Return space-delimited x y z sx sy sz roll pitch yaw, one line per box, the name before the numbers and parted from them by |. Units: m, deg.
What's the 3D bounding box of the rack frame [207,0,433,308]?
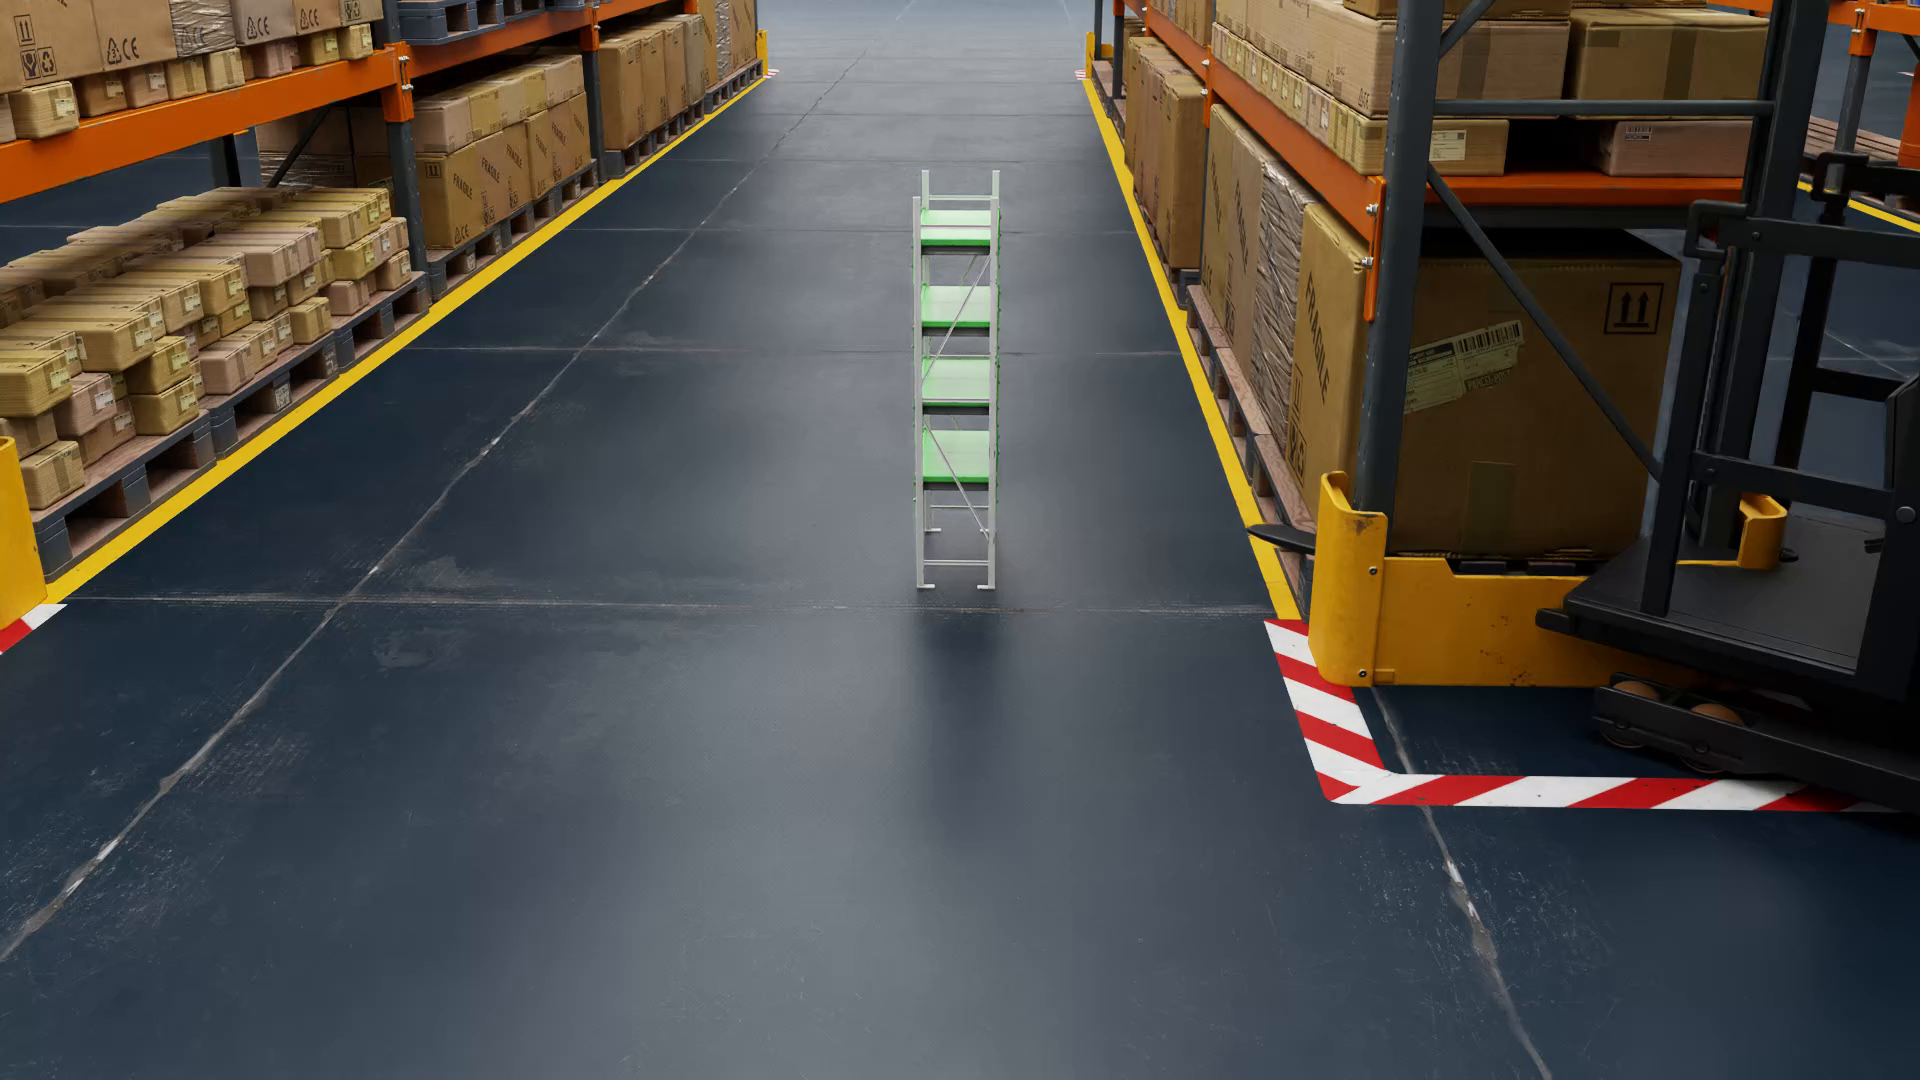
rack frame | -3.253 -2.603 8.092 1.000 3.000 0.127 1 21 2

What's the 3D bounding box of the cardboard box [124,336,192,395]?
cardboard box | -3.002 -0.628 5.951 0.380 0.149 0.250 1 21 3

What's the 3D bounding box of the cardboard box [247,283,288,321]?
cardboard box | -3.053 -1.018 6.954 0.380 0.149 0.250 0 21 -1

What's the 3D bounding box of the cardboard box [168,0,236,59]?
cardboard box | -3.057 -2.057 6.134 0.500 0.500 0.500 0 21 0

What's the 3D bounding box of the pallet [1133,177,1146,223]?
pallet | 1.724 -2.374 11.356 1.003 0.211 1.213 1 21 2

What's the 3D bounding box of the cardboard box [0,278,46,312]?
cardboard box | -3.642 -0.871 6.166 0.380 0.149 0.250 1 21 4

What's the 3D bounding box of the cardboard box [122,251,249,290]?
cardboard box | -3.087 -1.055 6.639 0.380 0.149 0.250 1 21 2

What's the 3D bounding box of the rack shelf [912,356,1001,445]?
rack shelf | -0.005 -0.440 5.181 0.258 0.148 0.480 1 21 2

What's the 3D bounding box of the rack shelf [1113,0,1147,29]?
rack shelf | 1.884 -4.346 13.578 1.077 0.370 4.000 1 21 2

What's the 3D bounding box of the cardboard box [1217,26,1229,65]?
cardboard box | 1.352 -2.197 7.391 0.380 0.149 0.250 0 21 0

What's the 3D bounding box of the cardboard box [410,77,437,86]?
cardboard box | -3.452 -2.632 10.005 0.500 0.250 0.500 0 21 -1

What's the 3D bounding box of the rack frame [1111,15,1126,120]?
rack frame | 1.945 -5.405 15.312 1.000 3.000 0.127 1 21 2

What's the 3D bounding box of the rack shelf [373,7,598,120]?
rack shelf | -3.192 -2.991 10.086 1.077 0.370 4.000 1 21 2

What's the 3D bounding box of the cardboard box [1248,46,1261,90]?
cardboard box | 1.321 -1.823 6.428 0.380 0.149 0.250 1 21 2

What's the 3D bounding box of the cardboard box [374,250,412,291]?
cardboard box | -2.924 -1.325 8.156 0.380 0.149 0.250 1 21 2

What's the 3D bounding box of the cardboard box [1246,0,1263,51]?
cardboard box | 1.395 -2.047 6.454 0.500 0.250 0.500 1 21 3

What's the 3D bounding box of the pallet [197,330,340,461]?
pallet | -3.272 -0.618 6.830 1.003 0.211 1.213 1 21 2

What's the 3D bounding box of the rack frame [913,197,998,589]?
rack frame | -0.012 -0.411 4.930 0.240 1.200 0.015 1 21 2

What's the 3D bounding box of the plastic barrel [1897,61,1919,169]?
plastic barrel | 6.776 -2.911 11.304 0.600 0.830 0.708 1 21 2

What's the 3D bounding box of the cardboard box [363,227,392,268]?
cardboard box | -2.941 -1.393 7.923 0.380 0.149 0.250 0 21 -1

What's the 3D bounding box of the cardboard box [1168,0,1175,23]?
cardboard box | 1.494 -3.280 9.697 0.500 0.500 0.500 1 21 2

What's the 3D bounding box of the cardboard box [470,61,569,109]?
cardboard box | -2.895 -2.997 10.944 0.500 0.250 0.500 1 21 2

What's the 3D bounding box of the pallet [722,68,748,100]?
pallet | -2.874 -4.912 17.897 1.003 0.211 1.213 1 21 2

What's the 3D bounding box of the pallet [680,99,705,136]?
pallet | -2.958 -3.916 15.330 1.003 0.211 1.213 1 21 2

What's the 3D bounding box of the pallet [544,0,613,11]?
pallet | -3.047 -3.701 11.187 1.213 0.211 1.003 1 21 2

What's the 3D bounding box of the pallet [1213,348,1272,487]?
pallet | 1.566 -0.496 6.515 1.003 0.211 1.213 1 21 2

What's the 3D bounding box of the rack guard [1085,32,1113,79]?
rack guard | 2.064 -5.658 19.420 1.175 0.500 0.348 1 21 2

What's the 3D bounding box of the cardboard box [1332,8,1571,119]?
cardboard box | 1.329 -1.313 4.562 0.500 0.250 0.500 0 21 1

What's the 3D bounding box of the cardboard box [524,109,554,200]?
cardboard box | -2.909 -2.460 10.598 0.500 0.500 0.500 0 21 -1

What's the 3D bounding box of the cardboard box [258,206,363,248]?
cardboard box | -2.972 -1.433 7.614 0.380 0.149 0.250 0 21 1

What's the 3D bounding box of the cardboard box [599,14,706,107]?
cardboard box | -2.939 -4.417 15.297 1.050 0.750 0.750 1 21 1

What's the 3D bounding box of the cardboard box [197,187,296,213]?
cardboard box | -3.471 -1.625 8.109 0.380 0.149 0.250 1 21 4

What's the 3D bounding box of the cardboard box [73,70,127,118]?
cardboard box | -3.105 -1.536 5.687 0.380 0.149 0.250 0 21 1

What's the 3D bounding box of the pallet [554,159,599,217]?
pallet | -3.157 -2.467 11.595 1.003 0.211 1.213 1 21 2

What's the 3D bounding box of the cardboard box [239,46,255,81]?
cardboard box | -3.066 -1.907 6.645 0.380 0.149 0.250 0 21 1

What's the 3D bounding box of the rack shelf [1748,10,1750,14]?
rack shelf | 6.956 -5.738 17.165 1.077 0.370 4.000 1 21 2

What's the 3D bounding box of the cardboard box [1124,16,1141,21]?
cardboard box | 2.031 -5.656 18.834 0.500 0.500 0.500 5 22 12

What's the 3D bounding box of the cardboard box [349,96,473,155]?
cardboard box | -2.966 -2.248 9.013 0.500 0.250 0.500 0 21 -1

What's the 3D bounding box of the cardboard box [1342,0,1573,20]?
cardboard box | 1.332 -1.663 4.429 0.500 0.500 0.500 1 21 2

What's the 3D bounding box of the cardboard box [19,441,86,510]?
cardboard box | -3.039 -0.210 5.283 0.380 0.149 0.250 1 21 3

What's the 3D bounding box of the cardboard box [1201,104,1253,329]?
cardboard box | 1.602 -1.480 7.553 0.875 0.875 0.875 1 21 2

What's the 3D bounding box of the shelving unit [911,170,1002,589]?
shelving unit | -0.005 -0.500 5.158 0.258 1.200 0.503 1 21 2

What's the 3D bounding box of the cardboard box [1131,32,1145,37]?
cardboard box | 2.007 -4.787 16.593 0.500 0.500 0.500 8 22 19

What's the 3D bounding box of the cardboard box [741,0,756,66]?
cardboard box | -2.843 -5.901 18.949 0.875 0.875 0.875 1 21 2

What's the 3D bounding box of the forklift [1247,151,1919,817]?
forklift | 2.222 -0.924 3.858 3.031 2.935 1.130 17 27 38

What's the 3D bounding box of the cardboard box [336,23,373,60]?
cardboard box | -2.927 -2.286 7.621 0.380 0.149 0.250 0 21 0

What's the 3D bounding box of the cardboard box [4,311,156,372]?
cardboard box | -2.995 -0.678 5.666 0.380 0.149 0.250 1 21 1

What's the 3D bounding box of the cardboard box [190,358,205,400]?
cardboard box | -3.082 -0.580 6.237 0.380 0.149 0.250 1 21 2

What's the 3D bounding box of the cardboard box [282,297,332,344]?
cardboard box | -2.956 -0.950 7.192 0.380 0.149 0.250 1 21 2

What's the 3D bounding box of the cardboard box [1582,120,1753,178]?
cardboard box | 1.921 -1.074 4.496 0.380 0.149 0.250 1 21 2

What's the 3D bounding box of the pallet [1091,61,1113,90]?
pallet | 2.004 -5.230 18.717 1.003 0.211 1.213 1 21 2

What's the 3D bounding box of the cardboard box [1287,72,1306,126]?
cardboard box | 1.291 -1.451 5.468 0.380 0.149 0.250 0 21 0

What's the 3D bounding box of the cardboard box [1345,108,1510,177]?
cardboard box | 1.262 -1.081 4.516 0.380 0.149 0.250 1 21 3

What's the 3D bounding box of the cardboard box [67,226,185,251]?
cardboard box | -3.571 -1.249 7.138 0.380 0.149 0.250 1 21 3

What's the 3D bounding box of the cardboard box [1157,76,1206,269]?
cardboard box | 1.701 -1.949 8.762 1.225 0.875 0.875 1 21 2
